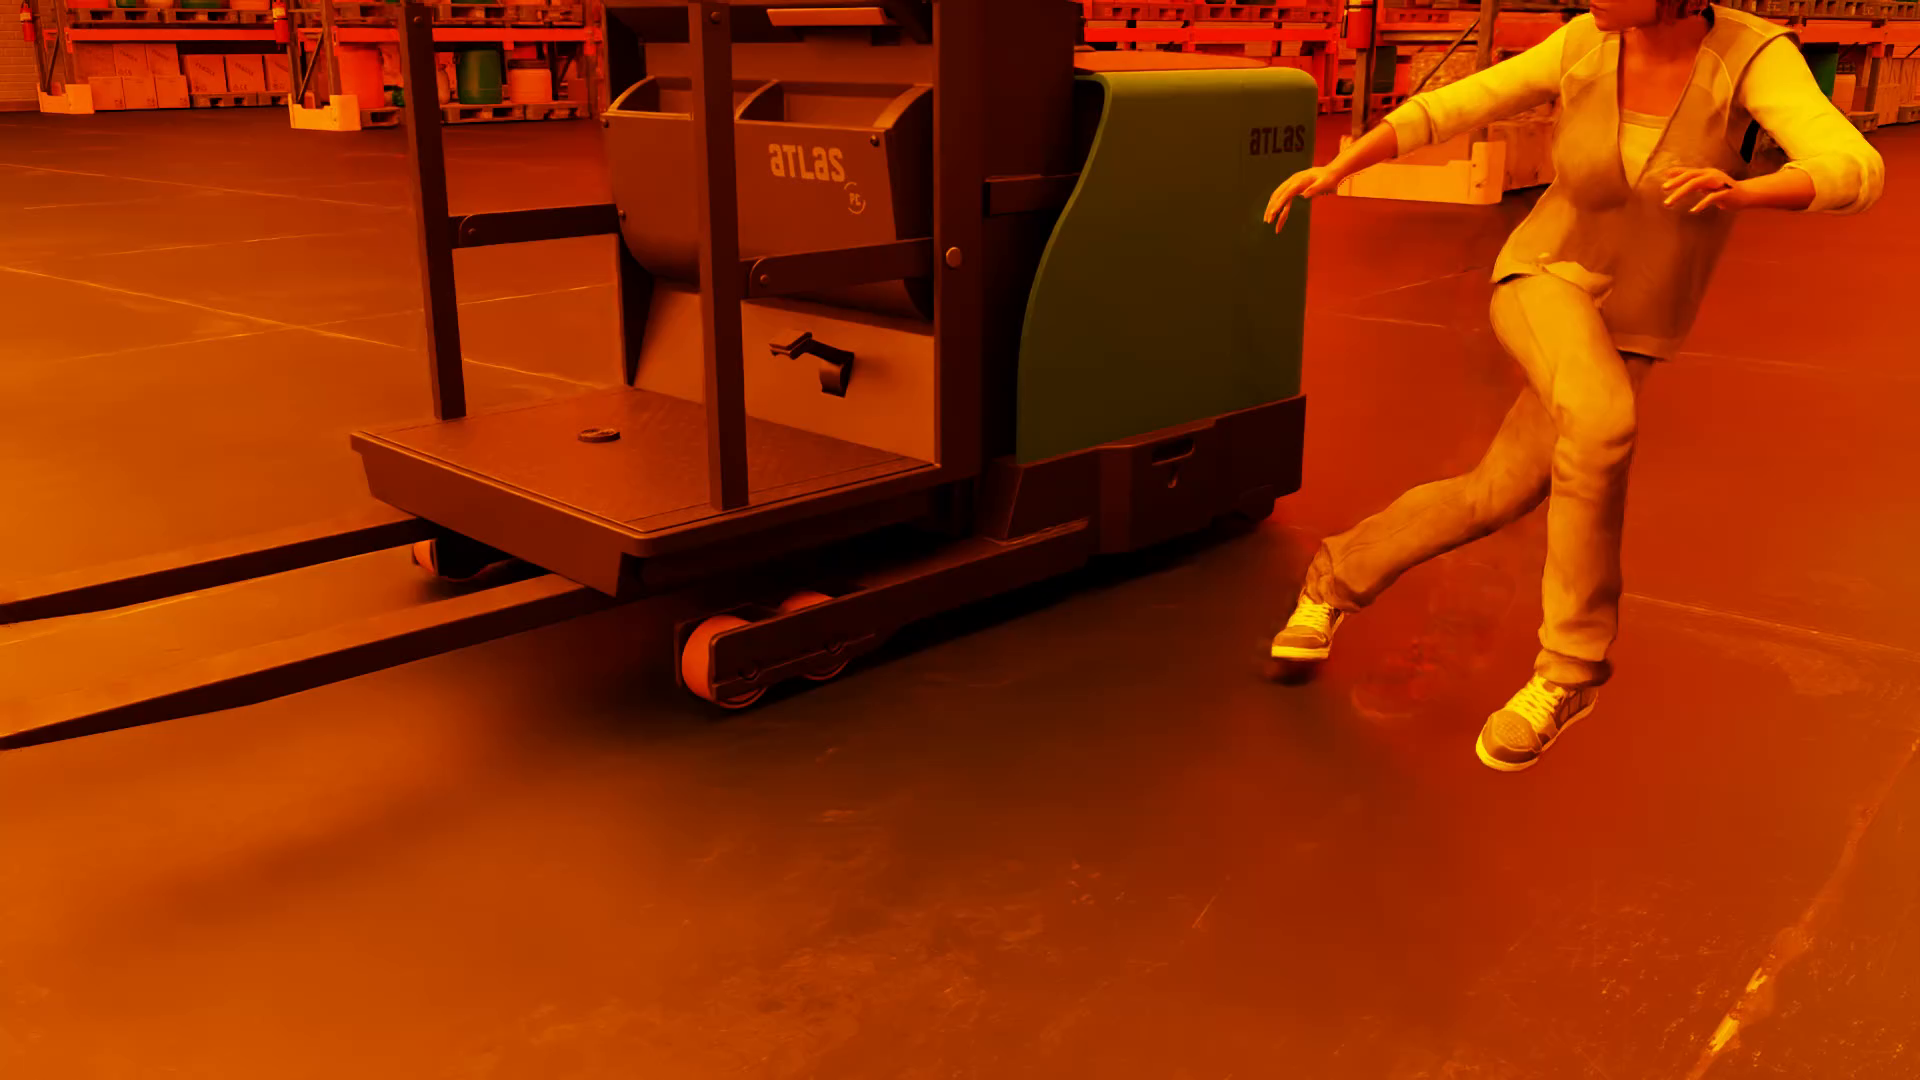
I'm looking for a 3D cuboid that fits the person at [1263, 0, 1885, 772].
[{"bbox_3d":[0.900,-0.331,2.636,0.846,1.355,0.867,3,17,11],"label":"person"}]

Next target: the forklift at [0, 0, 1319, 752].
[{"bbox_3d":[-0.557,-1.271,3.083,3.031,2.935,1.130,-16,23,-42],"label":"forklift"}]
